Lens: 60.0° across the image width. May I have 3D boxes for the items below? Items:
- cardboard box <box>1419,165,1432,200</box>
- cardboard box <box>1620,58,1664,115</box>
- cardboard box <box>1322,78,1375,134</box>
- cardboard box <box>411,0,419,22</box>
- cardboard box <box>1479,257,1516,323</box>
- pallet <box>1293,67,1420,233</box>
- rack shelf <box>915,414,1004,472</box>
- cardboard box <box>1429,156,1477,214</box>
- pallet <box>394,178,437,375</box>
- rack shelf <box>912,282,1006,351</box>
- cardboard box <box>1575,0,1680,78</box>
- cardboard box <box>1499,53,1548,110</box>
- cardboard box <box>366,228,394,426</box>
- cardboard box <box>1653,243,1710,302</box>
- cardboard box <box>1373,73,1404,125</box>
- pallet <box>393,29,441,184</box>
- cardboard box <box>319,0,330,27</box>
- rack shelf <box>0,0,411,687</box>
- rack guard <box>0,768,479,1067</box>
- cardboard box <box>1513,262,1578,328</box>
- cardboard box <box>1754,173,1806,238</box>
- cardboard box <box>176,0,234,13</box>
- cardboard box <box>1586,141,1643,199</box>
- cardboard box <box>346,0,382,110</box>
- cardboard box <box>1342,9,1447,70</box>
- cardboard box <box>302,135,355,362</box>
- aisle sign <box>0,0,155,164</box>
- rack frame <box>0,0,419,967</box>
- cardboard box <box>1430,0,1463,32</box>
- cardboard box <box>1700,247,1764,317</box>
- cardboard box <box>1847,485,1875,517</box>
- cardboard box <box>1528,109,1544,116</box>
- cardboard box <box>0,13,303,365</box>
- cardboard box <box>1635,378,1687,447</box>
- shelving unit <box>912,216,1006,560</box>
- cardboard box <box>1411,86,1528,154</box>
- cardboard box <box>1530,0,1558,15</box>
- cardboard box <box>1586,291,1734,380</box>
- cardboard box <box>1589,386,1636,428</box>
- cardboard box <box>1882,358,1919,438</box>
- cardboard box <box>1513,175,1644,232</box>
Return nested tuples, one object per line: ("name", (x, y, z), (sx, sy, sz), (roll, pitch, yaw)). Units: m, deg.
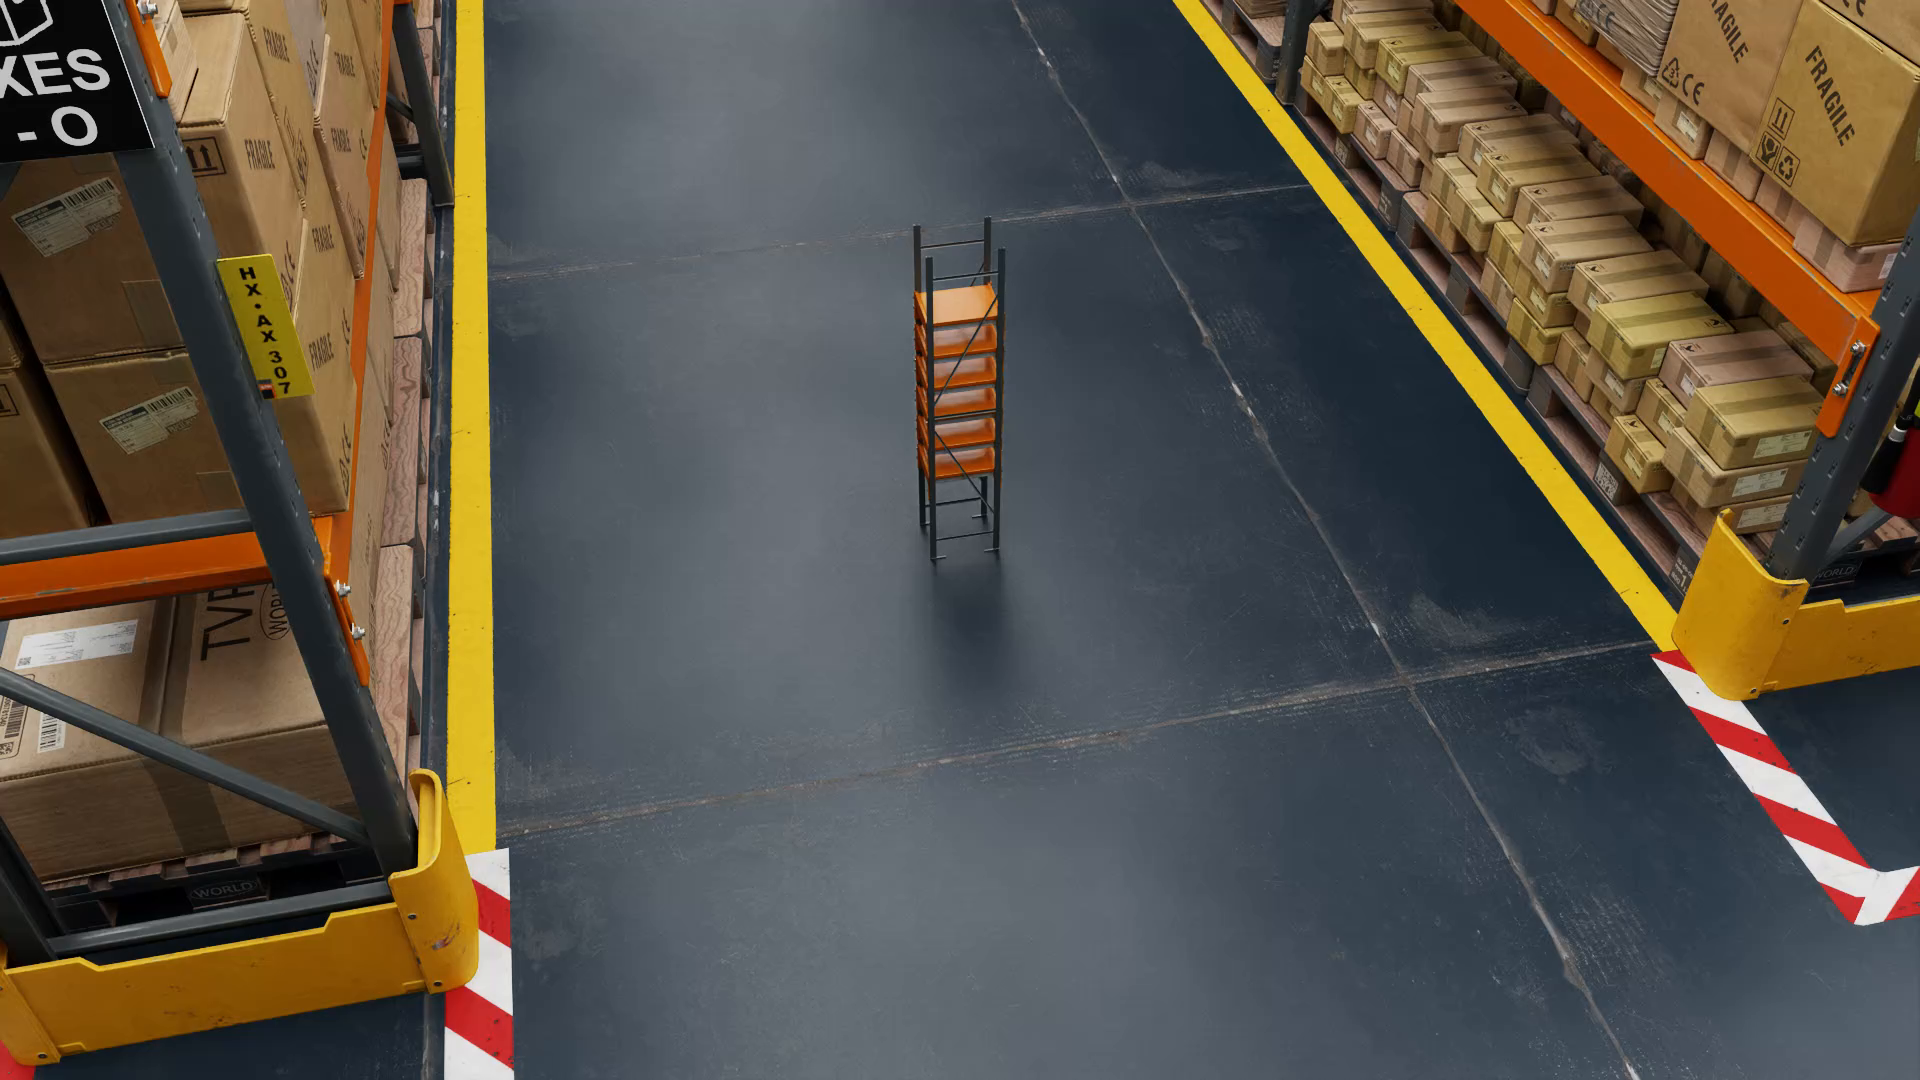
("cardboard box", (2.177, -1.506, 7.018), (0.380, 0.149, 0.250), (-10, 43, -11))
("cardboard box", (2.380, -1.498, 5.367), (0.380, 0.149, 0.250), (-10, 43, -11))
("cardboard box", (1.877, -1.986, 7.559), (0.380, 0.149, 0.250), (-7, 42, -8))
("cardboard box", (-3.171, -2.912, 8.055), (0.875, 0.875, 0.875), (-7, 42, -8))
("cardboard box", (2.252, -0.989, 6.436), (0.380, 0.149, 0.250), (-8, 42, -8))
("pallet", (2.234, -1.877, 7.705), (1.003, 0.211, 1.213), (-8, 42, -9))
("rack shelf", (-0.003, -0.335, 5.471), (0.258, 0.103, 0.180), (-8, 42, -9))
("cardboard box", (2.135, -1.437, 6.717), (0.380, 0.149, 0.250), (-9, 42, -10))
("pallet", (-2.669, -1.028, 6.749), (1.003, 0.211, 1.213), (-8, 42, -9))
("rack shelf", (-0.003, -0.694, 5.153), (0.258, 0.103, 0.180), (-8, 42, -9))
("cardboard box", (2.345, -1.822, 5.243), (0.500, 0.500, 0.500), (-8, 42, -9))
("cardboard box", (2.520, -1.970, 7.093), (0.380, 0.149, 0.250), (-7, 42, -8))
("cardboard box", (-2.532, -0.771, 5.973), (0.875, 0.438, 0.875), (-10, 42, -11))
("cardboard box", (2.813, -1.007, 6.232), (0.380, 0.149, 0.250), (-10, 43, -11))
("cardboard box", (2.051, -1.967, 7.314), (0.380, 0.149, 0.250), (-9, 42, -10))
("pallet", (-2.997, -2.021, 7.868), (1.003, 0.211, 1.213), (-8, 42, -9))
("cardboard box", (-2.064, -1.735, 4.617), (0.500, 0.500, 0.500), (-8, 42, -9))
("rack shelf", (-2.325, -1.009, 5.170), (1.077, 0.370, 4.000), (-8, 42, -9))
("rack guard", (-1.888, 0.968, 4.283), (1.175, 0.500, 0.348), (-8, 42, -9))
("cardboard box", (2.287, -0.931, 6.146), (0.380, 0.149, 0.250), (-8, 42, -9))
("cardboard box", (2.555, -1.000, 4.807), (0.380, 0.149, 0.250), (-8, 42, -9))
("cardboard box", (-1.770, -1.250, 3.582), (0.380, 0.149, 0.250), (-7, 42, -8))
("cardboard box", (2.686, -1.458, 6.516), (0.380, 0.149, 0.250), (-8, 42, -9))
("cardboard box", (-2.168, -1.692, 5.321), (0.500, 0.500, 0.500), (-9, 42, -10))
("cardboard box", (1.929, -2.223, 7.378), (0.380, 0.149, 0.250), (-6, 42, -7))
("cardboard box", (-1.853, -0.696, 4.199), (0.500, 0.500, 0.500), (-9, 42, -10))
("aisle sign", (-1.595, -0.949, 2.602), (0.394, 0.787, 0.004), (-8, 42, -9))
("rack frame", (-1.893, 0.018, 3.470), (1.000, 3.000, 0.127), (-8, 42, -9))
("cardboard box", (2.386, -2.470, 7.656), (0.380, 0.149, 0.250), (-7, 42, -8))
("cardboard box", (2.896, -0.951, 5.944), (0.380, 0.149, 0.250), (-10, 43, -11))
("cardboard box", (3.118, -0.233, 5.584), (0.380, 0.149, 0.250), (-8, 42, -8))
("cardboard box", (2.611, -1.709, 7.023), (0.380, 0.149, 0.250), (-7, 42, -8))
("cardboard box", (-1.719, -0.745, 3.502), (0.500, 0.500, 0.500), (-9, 42, -10))
("cardboard box", (2.522, -0.437, 5.590), (0.380, 0.149, 0.250), (-9, 42, -10))
("shelving unit", (-0.003, -0.458, 5.362), (0.258, 1.200, 0.189), (-8, 42, -9))
("cardboard box", (2.085, -1.724, 6.815), (0.380, 0.149, 0.250), (-7, 42, -8))
("cardboard box", (2.231, -2.011, 5.946), (0.380, 0.149, 0.250), (-7, 42, -8))
("cardboard box", (2.379, -0.698, 5.660), (0.380, 0.149, 0.250), (-9, 42, -10))
("cardboard box", (2.474, -0.495, 5.879), (0.380, 0.149, 0.250), (-9, 42, -9))
("cardboard box", (3.137, -0.459, 5.390), (0.380, 0.149, 0.250), (-10, 43, -11))
("cardboard box", (2.324, -1.228, 6.257), (0.380, 0.149, 0.250), (-10, 43, -11))
